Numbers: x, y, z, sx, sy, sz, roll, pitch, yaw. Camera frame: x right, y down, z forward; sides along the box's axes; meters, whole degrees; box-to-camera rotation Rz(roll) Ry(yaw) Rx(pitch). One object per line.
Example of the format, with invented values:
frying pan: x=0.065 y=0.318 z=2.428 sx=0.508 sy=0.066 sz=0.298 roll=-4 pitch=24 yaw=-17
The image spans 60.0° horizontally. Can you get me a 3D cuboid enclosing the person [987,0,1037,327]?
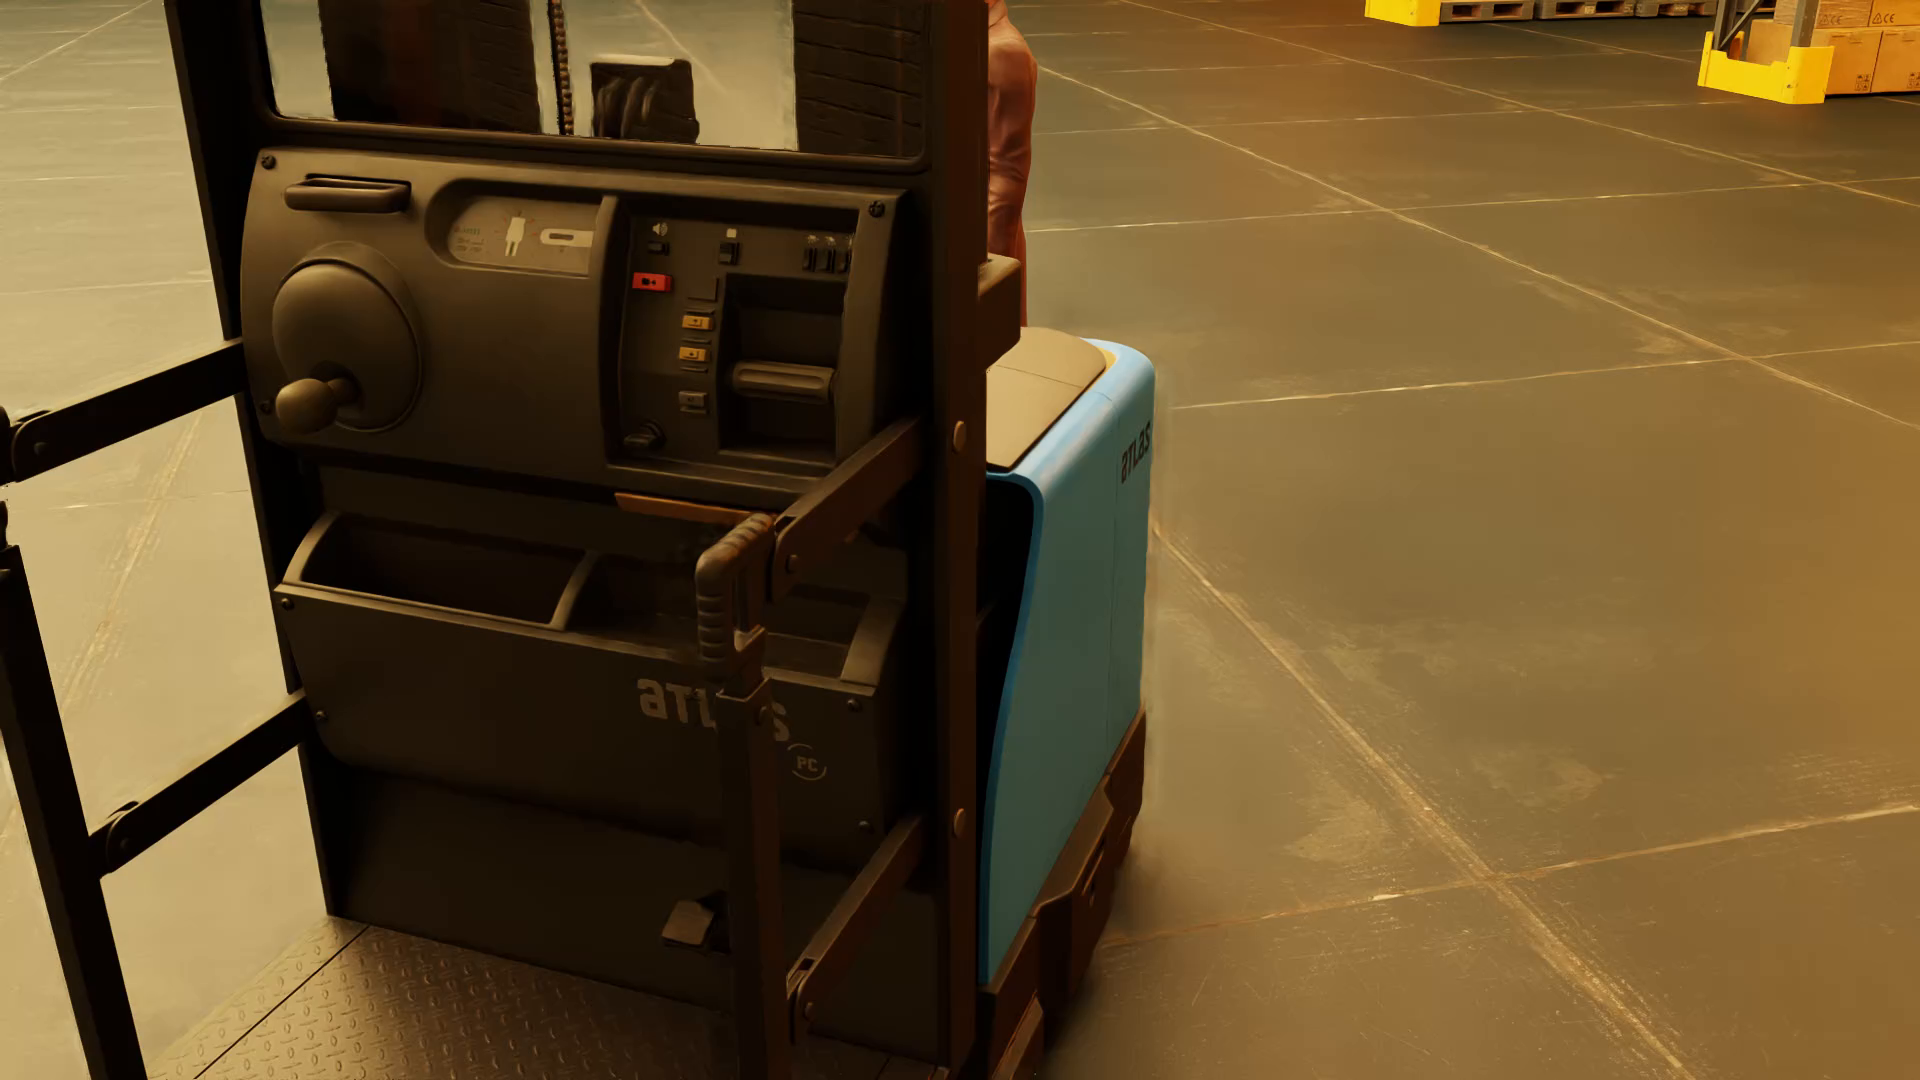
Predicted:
person: x=-0.016 y=-0.813 z=4.689 sx=0.390 sy=1.782 sz=0.551 roll=-6 pitch=24 yaw=-14

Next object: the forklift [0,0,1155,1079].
forklift: x=-0.591 y=-0.263 z=1.928 sx=1.130 sy=2.935 sz=3.031 roll=8 pitch=24 yaw=18
